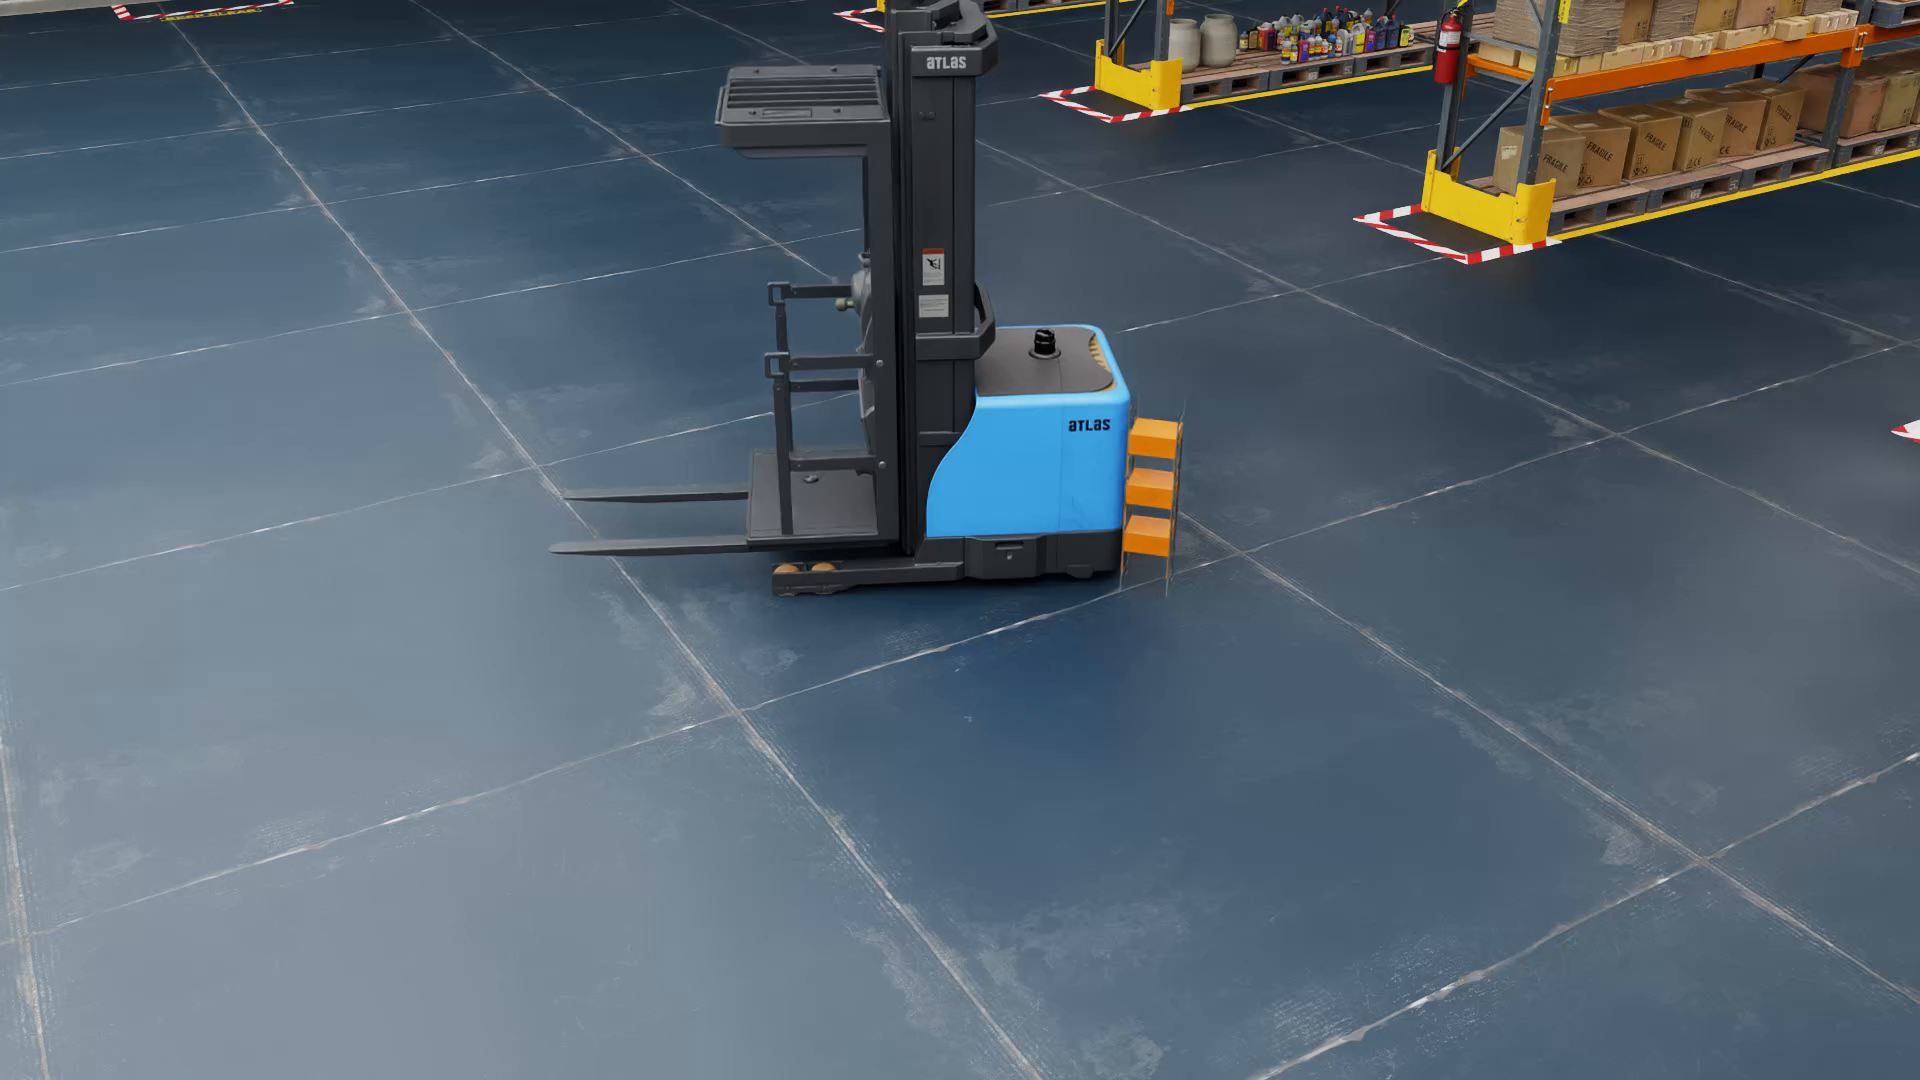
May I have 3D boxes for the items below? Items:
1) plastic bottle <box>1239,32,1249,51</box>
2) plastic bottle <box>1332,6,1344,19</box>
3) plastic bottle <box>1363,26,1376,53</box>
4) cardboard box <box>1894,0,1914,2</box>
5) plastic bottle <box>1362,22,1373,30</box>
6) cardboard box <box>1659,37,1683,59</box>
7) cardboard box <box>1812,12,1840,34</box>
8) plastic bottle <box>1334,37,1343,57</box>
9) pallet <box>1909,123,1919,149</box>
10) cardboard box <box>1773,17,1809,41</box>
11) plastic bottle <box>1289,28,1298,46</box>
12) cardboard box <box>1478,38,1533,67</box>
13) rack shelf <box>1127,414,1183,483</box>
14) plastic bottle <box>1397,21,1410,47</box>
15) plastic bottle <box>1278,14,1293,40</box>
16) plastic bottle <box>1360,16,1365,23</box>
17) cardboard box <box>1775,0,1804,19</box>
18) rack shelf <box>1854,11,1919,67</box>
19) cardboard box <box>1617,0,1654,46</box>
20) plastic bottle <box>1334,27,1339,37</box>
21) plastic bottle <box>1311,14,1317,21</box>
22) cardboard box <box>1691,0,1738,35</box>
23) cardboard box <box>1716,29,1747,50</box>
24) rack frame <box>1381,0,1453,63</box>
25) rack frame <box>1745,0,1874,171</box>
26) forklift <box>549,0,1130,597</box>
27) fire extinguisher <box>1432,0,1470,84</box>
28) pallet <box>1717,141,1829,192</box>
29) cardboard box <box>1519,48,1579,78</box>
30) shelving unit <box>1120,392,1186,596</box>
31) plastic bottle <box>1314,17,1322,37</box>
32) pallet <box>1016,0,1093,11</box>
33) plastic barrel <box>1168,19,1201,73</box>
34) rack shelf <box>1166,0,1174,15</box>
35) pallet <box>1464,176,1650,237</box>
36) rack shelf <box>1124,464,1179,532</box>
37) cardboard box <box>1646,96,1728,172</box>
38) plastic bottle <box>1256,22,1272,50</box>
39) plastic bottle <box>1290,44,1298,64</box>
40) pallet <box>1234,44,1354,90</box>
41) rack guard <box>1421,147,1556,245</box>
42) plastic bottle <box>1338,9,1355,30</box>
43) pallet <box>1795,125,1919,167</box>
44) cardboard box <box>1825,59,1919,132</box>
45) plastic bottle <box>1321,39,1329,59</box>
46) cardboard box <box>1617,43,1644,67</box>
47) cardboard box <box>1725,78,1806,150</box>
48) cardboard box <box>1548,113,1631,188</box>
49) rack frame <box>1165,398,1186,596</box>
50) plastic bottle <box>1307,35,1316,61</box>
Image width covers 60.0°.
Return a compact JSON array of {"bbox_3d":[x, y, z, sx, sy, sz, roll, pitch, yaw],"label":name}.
[{"bbox_3d":[3.216,-5.645,18.814,0.097,0.201,0.097,0,29,0],"label":"plastic bottle"},{"bbox_3d":[4.397,-6.032,19.362,0.185,0.351,0.144,-15,32,-25],"label":"plastic bottle"},{"bbox_3d":[4.610,-5.645,18.731,0.133,0.283,0.061,-14,32,-23],"label":"plastic bottle"},{"bbox_3d":[8.569,-5.543,15.135,1.000,1.000,1.000,-16,33,-26],"label":"cardboard box"},{"bbox_3d":[4.632,-5.755,18.937,0.135,0.276,0.152,-16,33,-26],"label":"plastic bottle"},{"bbox_3d":[5.805,-4.151,13.927,0.250,0.149,0.380,-16,33,-26],"label":"cardboard box"},{"bbox_3d":[7.556,-4.618,14.774,0.250,0.149,0.380,-16,33,-26],"label":"cardboard box"},{"bbox_3d":[4.220,-5.509,18.569,0.097,0.201,0.097,0,29,0],"label":"plastic bottle"},{"bbox_3d":[9.536,-4.232,16.699,1.213,0.211,1.003,-16,33,-26],"label":"pallet"},{"bbox_3d":[7.151,-4.475,14.514,0.250,0.149,0.380,-16,33,-26],"label":"cardboard box"},{"bbox_3d":[3.807,-5.731,18.972,0.097,0.201,0.097,0,29,0],"label":"plastic bottle"},{"bbox_3d":[4.505,-4.027,13.703,0.250,0.149,0.380,-16,33,-26],"label":"cardboard box"},{"bbox_3d":[0.990,-0.466,8.443,0.240,0.259,0.215,8,30,14],"label":"rack shelf"},{"bbox_3d":[5.056,-5.772,18.961,0.133,0.283,0.061,-14,32,-24],"label":"plastic bottle"},{"bbox_3d":[3.708,-5.836,19.007,0.185,0.351,0.144,-14,32,-24],"label":"plastic bottle"},{"bbox_3d":[4.719,-6.071,19.588,0.097,0.201,0.097,0,29,0],"label":"plastic bottle"},{"bbox_3d":[6.945,-4.943,14.690,0.500,0.500,0.875,-16,33,-26],"label":"cardboard box"},{"bbox_3d":[9.537,-5.135,16.195,4.000,0.370,1.077,-16,33,-26],"label":"rack shelf"},{"bbox_3d":[5.223,-4.451,13.800,0.500,0.500,0.875,-16,33,-26],"label":"cardboard box"},{"bbox_3d":[4.254,-5.630,18.703,0.133,0.283,0.061,-16,33,-26],"label":"plastic bottle"},{"bbox_3d":[4.071,-5.933,19.253,0.133,0.283,0.061,-14,32,-24],"label":"plastic bottle"},{"bbox_3d":[6.113,-4.673,14.202,0.500,0.500,0.875,-16,33,-26],"label":"cardboard box"},{"bbox_3d":[6.476,-4.315,14.224,0.250,0.149,0.380,-16,33,-26],"label":"cardboard box"},{"bbox_3d":[5.304,-7.024,18.873,0.127,3.000,1.000,-16,33,-26],"label":"rack frame"},{"bbox_3d":[7.813,-4.961,15.134,0.127,3.000,1.000,-16,33,-26],"label":"rack frame"},{"bbox_3d":[-0.668,-1.252,8.485,3.031,2.935,1.130,-2,29,-4],"label":"forklift"},{"bbox_3d":[4.032,-4.112,13.676,0.183,0.674,0.296,-16,33,-26],"label":"fire extinguisher"},{"bbox_3d":[7.252,-3.561,15.484,1.213,0.211,1.003,-16,33,-26],"label":"pallet"},{"bbox_3d":[4.731,-3.842,13.367,0.250,0.149,0.380,-16,33,-26],"label":"cardboard box"},{"bbox_3d":[0.990,-0.227,8.575,0.252,1.050,0.215,8,30,14],"label":"shelving unit"},{"bbox_3d":[4.127,-5.900,19.204,0.097,0.271,0.097,0,29,0],"label":"plastic bottle"},{"bbox_3d":[1.037,-7.390,22.422,1.213,0.211,1.003,-16,33,-26],"label":"pallet"},{"bbox_3d":[2.384,-5.332,17.948,0.421,0.512,0.421,0,29,0],"label":"plastic barrel"},{"bbox_3d":[3.579,-6.219,18.160,4.000,0.370,1.077,-16,33,-26],"label":"rack shelf"},{"bbox_3d":[5.148,-2.963,14.401,1.213,0.211,1.003,-16,33,-26],"label":"pallet"},{"bbox_3d":[0.990,-0.218,8.580,0.240,0.259,0.215,8,30,14],"label":"rack shelf"},{"bbox_3d":[6.462,-3.641,14.895,0.500,0.500,0.500,-19,34,-31],"label":"cardboard box"},{"bbox_3d":[3.447,-5.727,18.887,0.135,0.276,0.152,-16,33,-26],"label":"plastic bottle"},{"bbox_3d":[3.665,-5.352,18.284,0.097,0.201,0.097,0,29,0],"label":"plastic bottle"},{"bbox_3d":[3.650,-5.356,18.736,1.213,0.211,1.003,-16,33,-26],"label":"pallet"},{"bbox_3d":[4.430,-2.906,13.998,0.348,0.500,1.175,-16,33,-26],"label":"rack guard"},{"bbox_3d":[4.470,-5.972,19.253,0.185,0.351,0.144,-16,33,-26],"label":"plastic bottle"},{"bbox_3d":[8.483,-3.931,16.155,1.213,0.211,1.003,-16,33,-26],"label":"pallet"},{"bbox_3d":[8.774,-4.309,16.086,0.500,0.500,0.700,-16,33,-27],"label":"cardboard box"},{"bbox_3d":[4.043,-5.459,18.478,0.097,0.201,0.097,0,29,0],"label":"plastic bottle"},{"bbox_3d":[5.384,-4.020,13.690,0.250,0.149,0.380,-16,33,-26],"label":"cardboard box"},{"bbox_3d":[7.448,-3.969,15.490,0.500,0.500,0.500,-17,33,-28],"label":"cardboard box"},{"bbox_3d":[5.409,-3.378,14.418,0.500,0.500,0.500,-8,30,-13],"label":"cardboard box"},{"bbox_3d":[1.108,-0.211,8.546,0.008,1.050,0.200,8,30,14],"label":"rack frame"},{"bbox_3d":[3.871,-5.441,18.373,0.097,0.271,0.097,0,29,0],"label":"plastic bottle"}]
